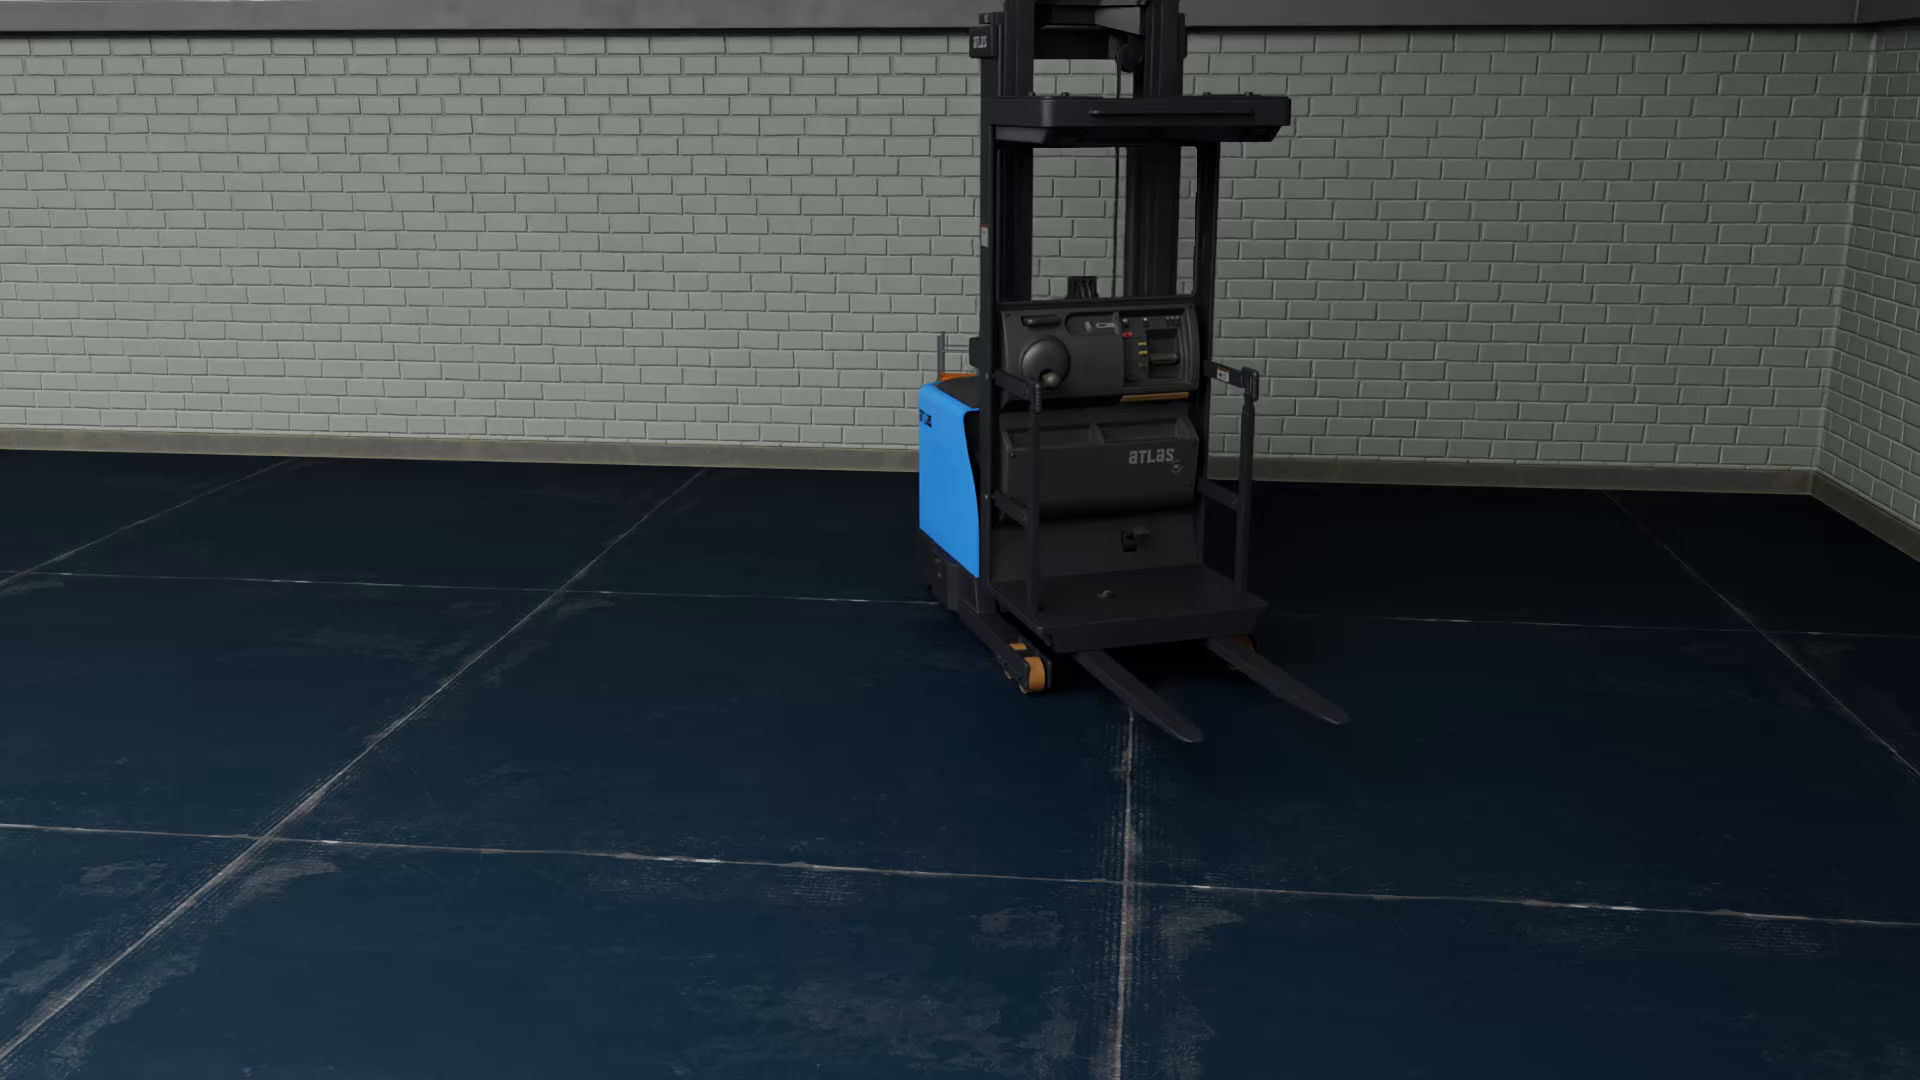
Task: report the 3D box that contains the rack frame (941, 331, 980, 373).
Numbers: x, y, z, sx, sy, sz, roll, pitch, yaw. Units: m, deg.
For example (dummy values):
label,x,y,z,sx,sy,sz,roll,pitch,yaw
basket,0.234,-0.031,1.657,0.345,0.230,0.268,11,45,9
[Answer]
label,x,y,z,sx,sy,sz,roll,pitch,yaw
rack frame,0.012,-0.607,9.607,0.240,1.200,0.006,2,15,6

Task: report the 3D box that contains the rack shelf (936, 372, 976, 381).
label,x,y,z,sx,sy,sz,roll,pitch,yaw
rack shelf,0.002,-0.888,9.437,0.258,0.103,0.180,2,15,6

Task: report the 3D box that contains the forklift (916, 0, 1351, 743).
label,x,y,z,sx,sy,sz,roll,pitch,yaw
forklift,0.701,-0.864,7.243,1.130,2.935,3.031,-5,16,-17

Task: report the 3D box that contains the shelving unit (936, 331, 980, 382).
label,x,y,z,sx,sy,sz,roll,pitch,yaw
shelving unit,0.002,-0.583,9.519,0.258,1.200,0.189,2,15,6

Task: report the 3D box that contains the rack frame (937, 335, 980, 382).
label,x,y,z,sx,sy,sz,roll,pitch,yaw
rack frame,-0.009,-0.559,9.432,0.240,1.200,0.006,2,15,6
